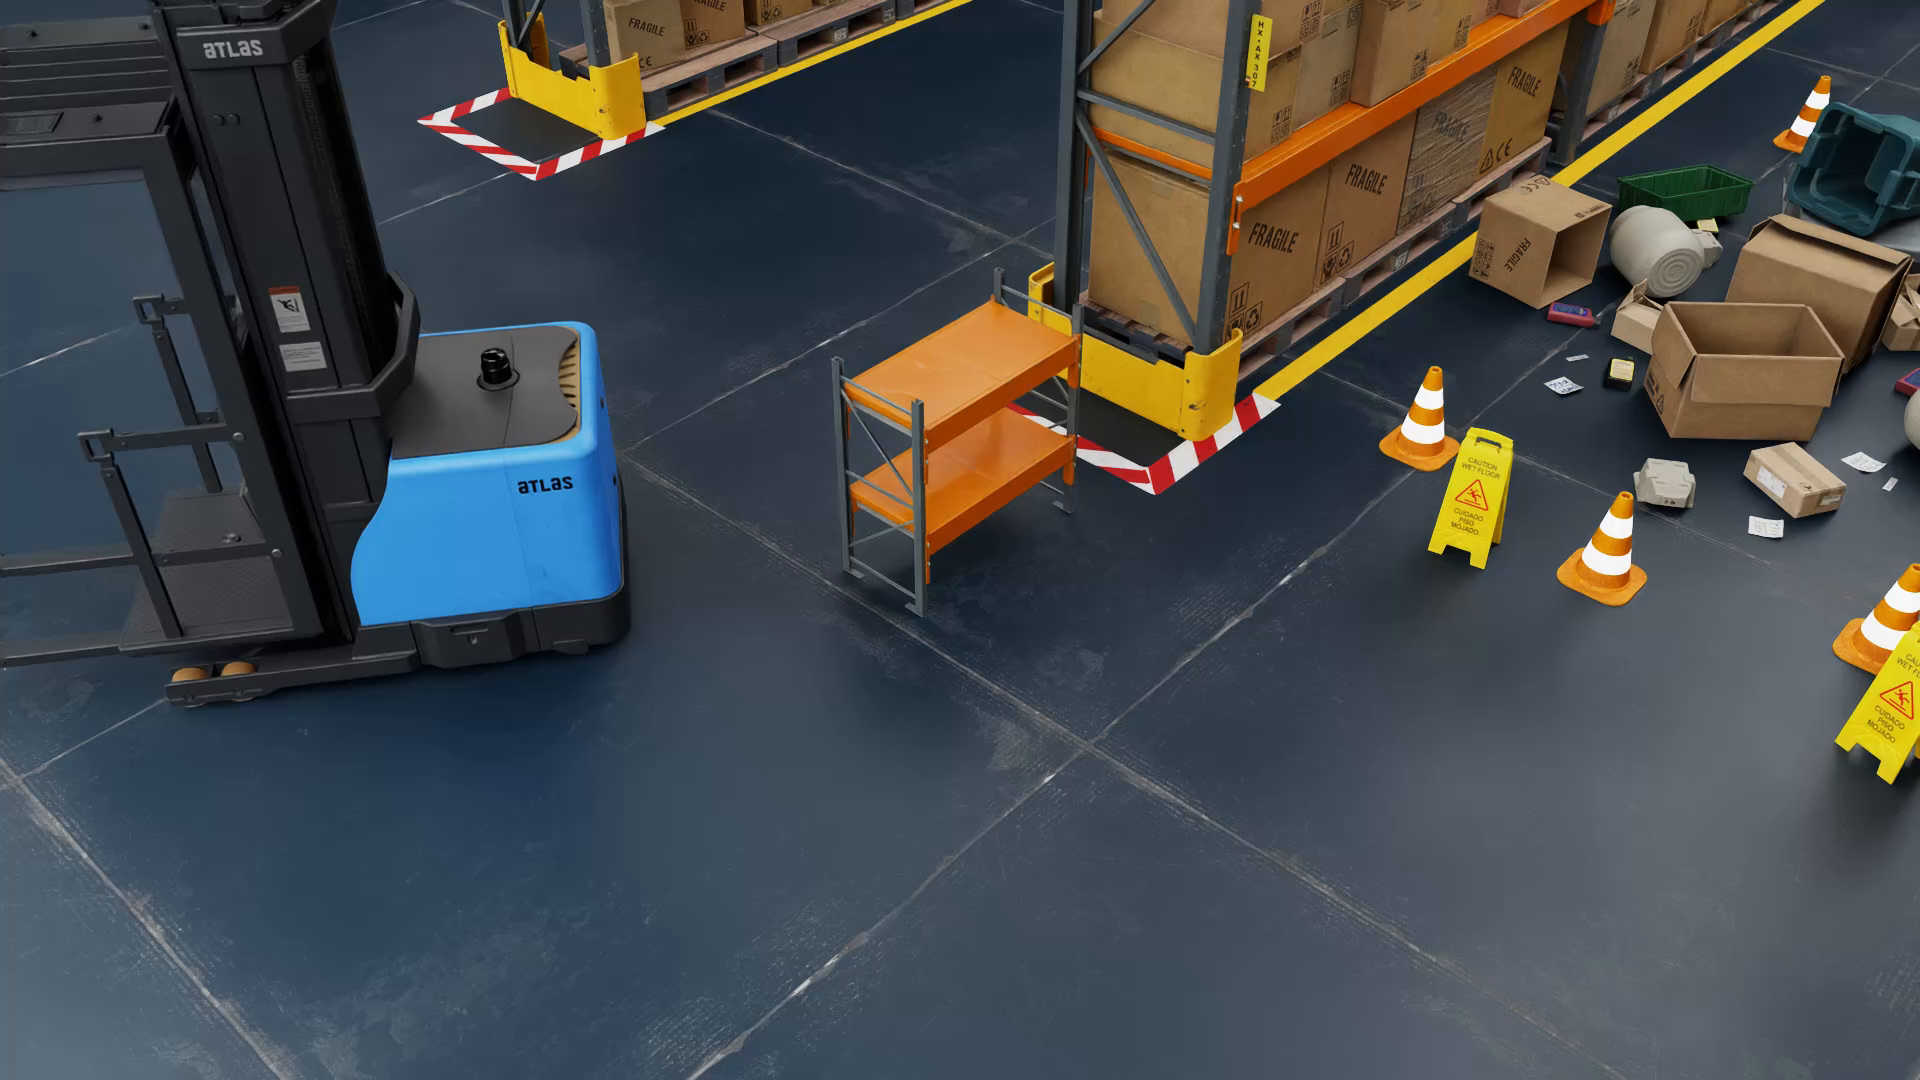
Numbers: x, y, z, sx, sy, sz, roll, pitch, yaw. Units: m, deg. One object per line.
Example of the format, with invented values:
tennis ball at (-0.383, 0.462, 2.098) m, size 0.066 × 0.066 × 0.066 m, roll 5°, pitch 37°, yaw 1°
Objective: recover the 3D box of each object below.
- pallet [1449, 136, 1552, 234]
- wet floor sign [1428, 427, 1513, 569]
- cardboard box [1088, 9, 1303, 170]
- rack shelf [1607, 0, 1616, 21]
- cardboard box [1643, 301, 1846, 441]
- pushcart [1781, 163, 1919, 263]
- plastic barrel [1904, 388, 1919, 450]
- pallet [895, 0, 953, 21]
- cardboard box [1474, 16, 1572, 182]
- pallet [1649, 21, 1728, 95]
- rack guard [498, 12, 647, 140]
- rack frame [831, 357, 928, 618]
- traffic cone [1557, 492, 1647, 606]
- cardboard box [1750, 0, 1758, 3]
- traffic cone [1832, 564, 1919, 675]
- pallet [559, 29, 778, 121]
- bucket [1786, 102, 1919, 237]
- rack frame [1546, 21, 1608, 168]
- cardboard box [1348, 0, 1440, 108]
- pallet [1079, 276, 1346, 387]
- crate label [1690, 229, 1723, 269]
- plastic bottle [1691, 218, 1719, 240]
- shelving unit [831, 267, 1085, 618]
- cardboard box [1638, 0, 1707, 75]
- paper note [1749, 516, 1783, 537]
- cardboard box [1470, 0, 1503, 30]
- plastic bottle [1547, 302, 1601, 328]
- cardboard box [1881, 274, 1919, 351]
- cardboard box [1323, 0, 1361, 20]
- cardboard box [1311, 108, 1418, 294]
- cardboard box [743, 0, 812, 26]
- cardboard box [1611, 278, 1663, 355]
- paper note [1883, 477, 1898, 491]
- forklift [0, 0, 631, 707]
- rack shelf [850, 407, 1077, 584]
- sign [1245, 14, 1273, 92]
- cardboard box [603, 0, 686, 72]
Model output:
pallet at (3.024, -2.418, 10.621) m, size 1.003 × 0.211 × 1.213 m, roll 30°, pitch 47°, yaw 32°
wet floor sign at (2.338, -0.222, 7.510) m, size 0.267 × 0.644 × 0.232 m, roll 22°, pitch 43°, yaw 25°
cardboard box at (1.113, -2.236, 8.031) m, size 0.875 × 0.550 × 0.550 m, roll 30°, pitch 47°, yaw 32°
rack shelf at (4.944, -4.463, 11.530) m, size 1.077 × 0.370 × 4.000 m, roll 30°, pitch 47°, yaw 32°
cardboard box at (3.934, -0.849, 8.413) m, size 0.797 × 0.503 × 0.637 m, roll 2°, pitch 39°, yaw 2°
pushcart at (5.600, -1.702, 9.587) m, size 1.648 × 0.377 × 0.936 m, roll 14°, pitch 41°, yaw 17°
plastic barrel at (4.894, -0.532, 8.079) m, size 0.421 × 0.421 × 0.512 m, roll -5°, pitch 39°, yaw -6°
pallet at (-0.426, -4.540, 13.290) m, size 1.003 × 0.211 × 1.213 m, roll 30°, pitch 47°, yaw 32°
cardboard box at (3.118, -2.899, 10.355) m, size 0.875 × 0.875 × 0.875 m, roll 30°, pitch 48°, yaw 32°
pallet at (4.882, -3.683, 12.213) m, size 1.003 × 0.211 × 1.213 m, roll 30°, pitch 47°, yaw 32°
rack guard at (-2.646, -3.173, 11.339) m, size 1.175 × 0.500 × 0.348 m, roll 30°, pitch 47°, yaw 32°
rack frame at (-0.338, -0.210, 7.110) m, size 0.500 × 1.125 × 0.032 m, roll 30°, pitch 47°, yaw 32°
traffic cone at (2.907, -0.012, 7.393) m, size 0.336 × 0.463 × 0.334 m, roll 30°, pitch 47°, yaw 32°
cardboard box at (5.816, -4.705, 12.727) m, size 1.050 × 0.750 × 0.750 m, roll 29°, pitch 47°, yaw 31°
traffic cone at (3.956, 0.298, 7.004) m, size 0.336 × 0.463 × 0.334 m, roll 30°, pitch 47°, yaw 32°
pallet at (-2.072, -3.419, 11.880) m, size 1.003 × 0.211 × 1.213 m, roll 30°, pitch 47°, yaw 32°
bucket at (5.204, -2.109, 9.401) m, size 0.620 × 0.611 × 0.726 m, roll -10°, pitch 38°, yaw -28°
rack frame at (3.594, -3.826, 10.151) m, size 1.000 × 3.000 × 0.127 m, roll 30°, pitch 47°, yaw 32°
cardboard box at (1.938, -2.702, 8.618) m, size 0.875 × 0.550 × 0.550 m, roll 30°, pitch 47°, yaw 32°
pallet at (1.377, -1.297, 9.211) m, size 1.003 × 0.211 × 1.213 m, roll 30°, pitch 47°, yaw 32°
crate label at (4.326, -1.725, 9.809) m, size 0.298 × 0.136 × 0.250 m, roll 2°, pitch 39°, yaw 2°
plastic bottle at (4.522, -1.915, 10.109) m, size 0.133 × 0.061 × 0.283 m, roll 8°, pitch 39°, yaw 10°
shelving unit at (0.005, -0.443, 7.404) m, size 0.538 × 1.125 × 1.048 m, roll 30°, pitch 47°, yaw 32°
cardboard box at (4.600, -3.874, 11.682) m, size 1.050 × 0.750 × 0.750 m, roll 30°, pitch 47°, yaw 32°
paper note at (3.786, -0.064, 7.806) m, size 0.148 × 0.019 × 0.142 m, roll 14°, pitch 41°, yaw 17°
cardboard box at (2.549, -3.249, 9.305) m, size 0.875 × 0.550 × 0.550 m, roll 30°, pitch 47°, yaw 32°
plastic bottle at (3.430, -1.251, 9.274) m, size 0.283 × 0.061 × 0.133 m, roll 14°, pitch 41°, yaw 17°
cardboard box at (5.182, -1.250, 9.109) m, size 0.258 × 0.266 × 0.396 m, roll 2°, pitch 39°, yaw 2°
cardboard box at (1.478, -2.915, 8.017) m, size 0.875 × 0.550 × 0.550 m, roll 30°, pitch 47°, yaw 32°
cardboard box at (1.897, -2.065, 9.307) m, size 0.875 × 0.875 × 0.875 m, roll 29°, pitch 47°, yaw 31°
cardboard box at (-1.449, -4.151, 12.232) m, size 0.500 × 0.500 × 0.500 m, roll -29°, pitch 47°, yaw -32°
cardboard box at (3.794, -1.192, 9.036) m, size 0.258 × 0.266 × 0.396 m, roll -26°, pitch 45°, yaw -29°
paper note at (4.525, -0.272, 8.084) m, size 0.032 × 0.001 × 0.123 m, roll 30°, pitch 47°, yaw 32°
forklift at (-2.986, -0.813, 6.418) m, size 3.031 × 2.935 × 1.130 m, roll -7°, pitch 39°, yaw -8°
rack shelf at (0.005, -0.252, 7.556) m, size 0.538 × 0.278 × 1.000 m, roll 30°, pitch 47°, yaw 32°
sign at (1.301, -2.122, 7.249) m, size 0.100 × 0.325 × 0.005 m, roll 30°, pitch 47°, yaw 32°
cardboard box at (-2.264, -3.583, 11.517) m, size 0.500 × 0.500 × 0.500 m, roll -25°, pitch 45°, yaw -28°
